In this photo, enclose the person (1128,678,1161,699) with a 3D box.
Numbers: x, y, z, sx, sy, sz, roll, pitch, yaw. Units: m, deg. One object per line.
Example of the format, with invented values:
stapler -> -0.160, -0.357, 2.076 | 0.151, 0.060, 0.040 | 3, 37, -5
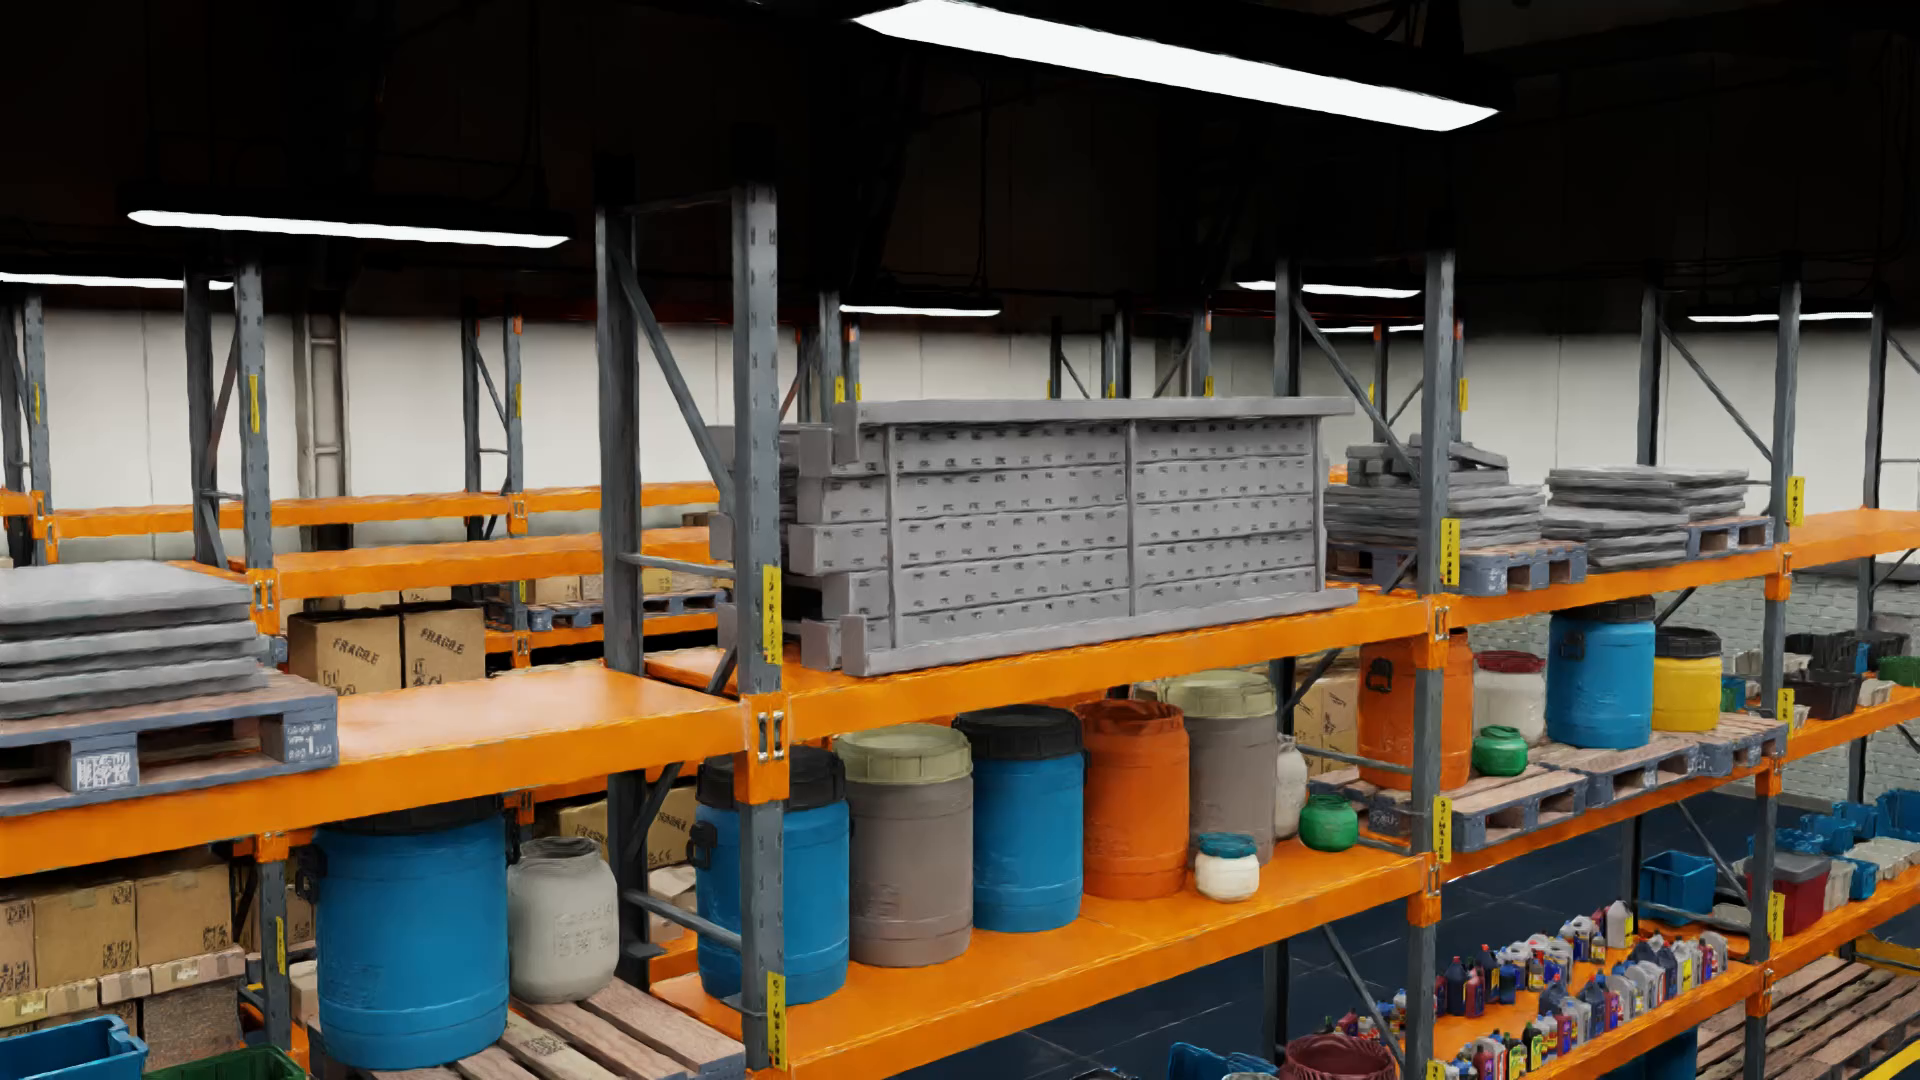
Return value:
person -> 2.438, 2.250, 22.058 | 0.483, 1.674, 0.507 | 0, 5, -5
